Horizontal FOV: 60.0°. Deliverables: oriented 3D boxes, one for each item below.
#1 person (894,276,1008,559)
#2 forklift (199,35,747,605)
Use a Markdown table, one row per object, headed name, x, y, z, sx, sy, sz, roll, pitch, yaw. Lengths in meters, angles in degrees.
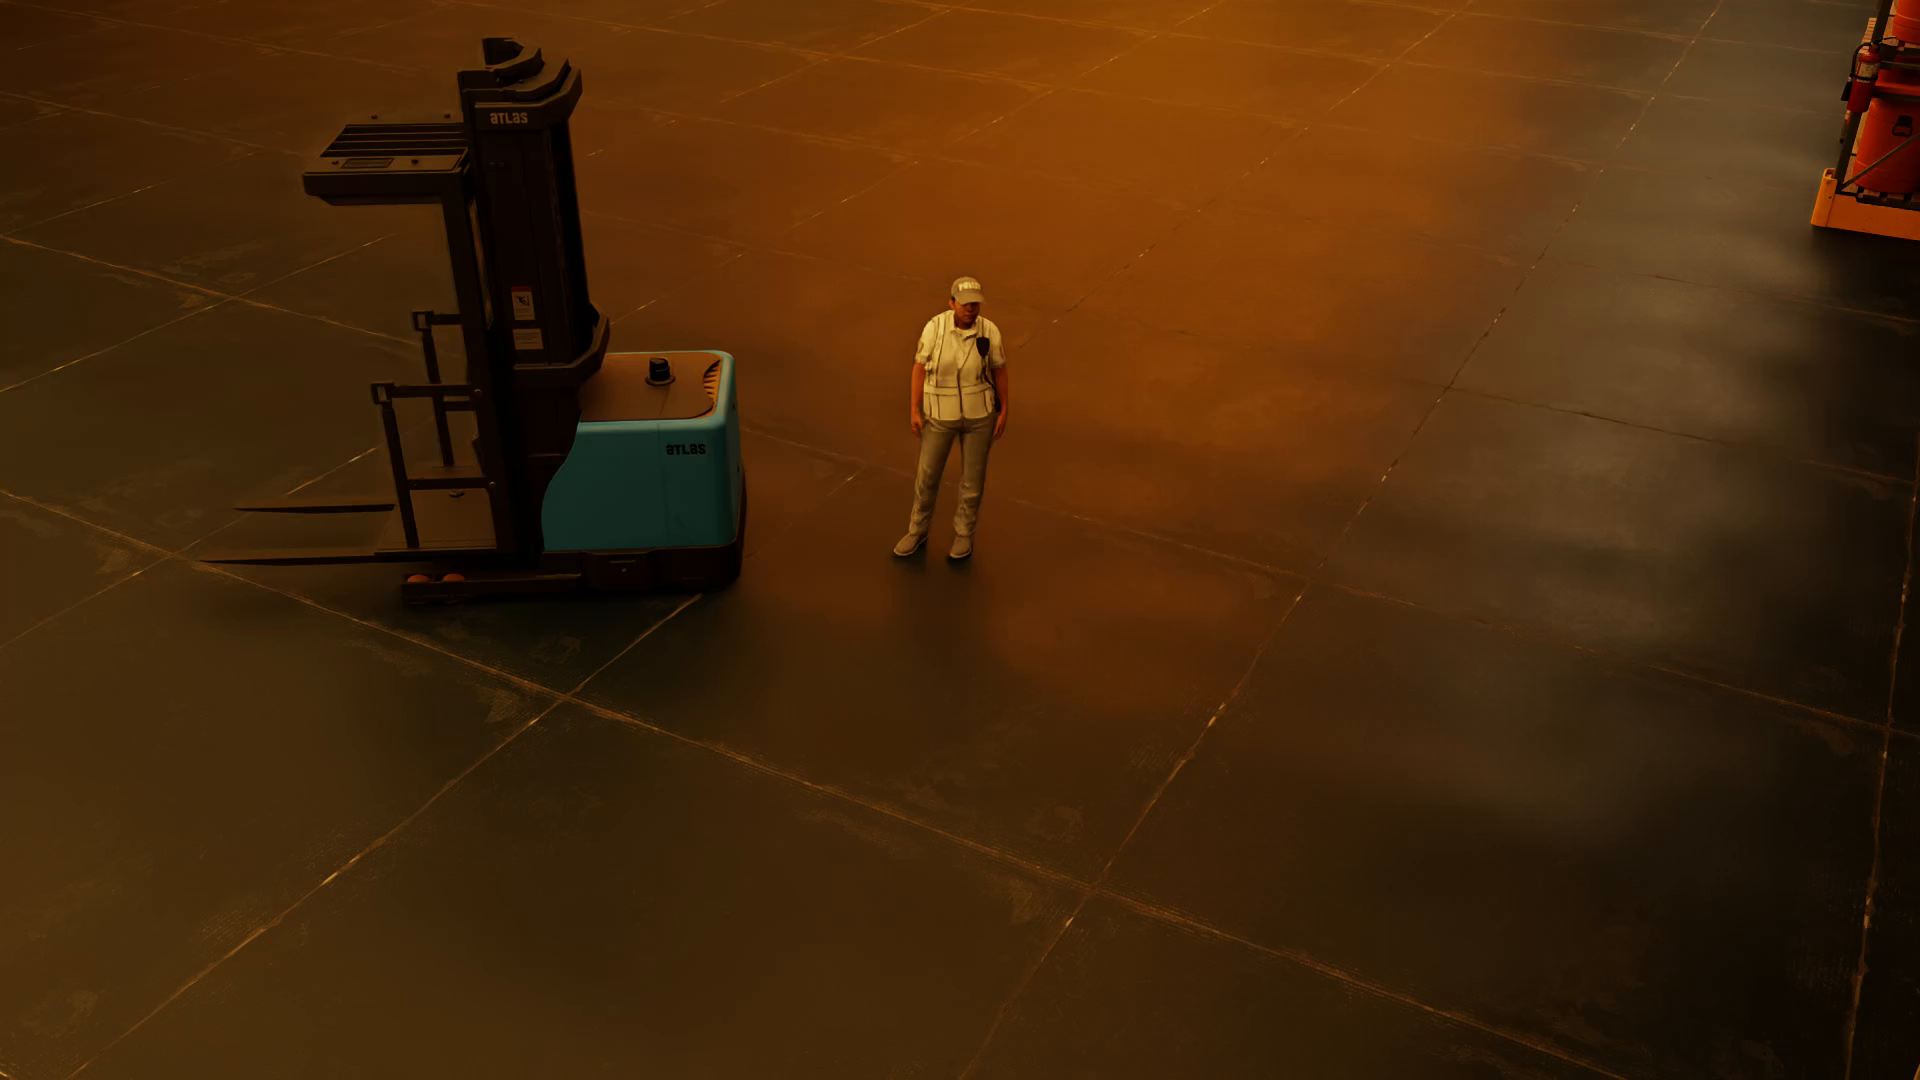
| name | x | y | z | sx | sy | sz | roll | pitch | yaw |
| --- | --- | --- | --- | --- | --- | --- | --- | --- | --- |
| person | -0.058 | -0.699 | 9.549 | 0.682 | 1.670 | 0.417 | -2 | 30 | -4 |
| forklift | -2.799 | -1.179 | 9.113 | 3.031 | 2.935 | 1.130 | -2 | 30 | -3 |
